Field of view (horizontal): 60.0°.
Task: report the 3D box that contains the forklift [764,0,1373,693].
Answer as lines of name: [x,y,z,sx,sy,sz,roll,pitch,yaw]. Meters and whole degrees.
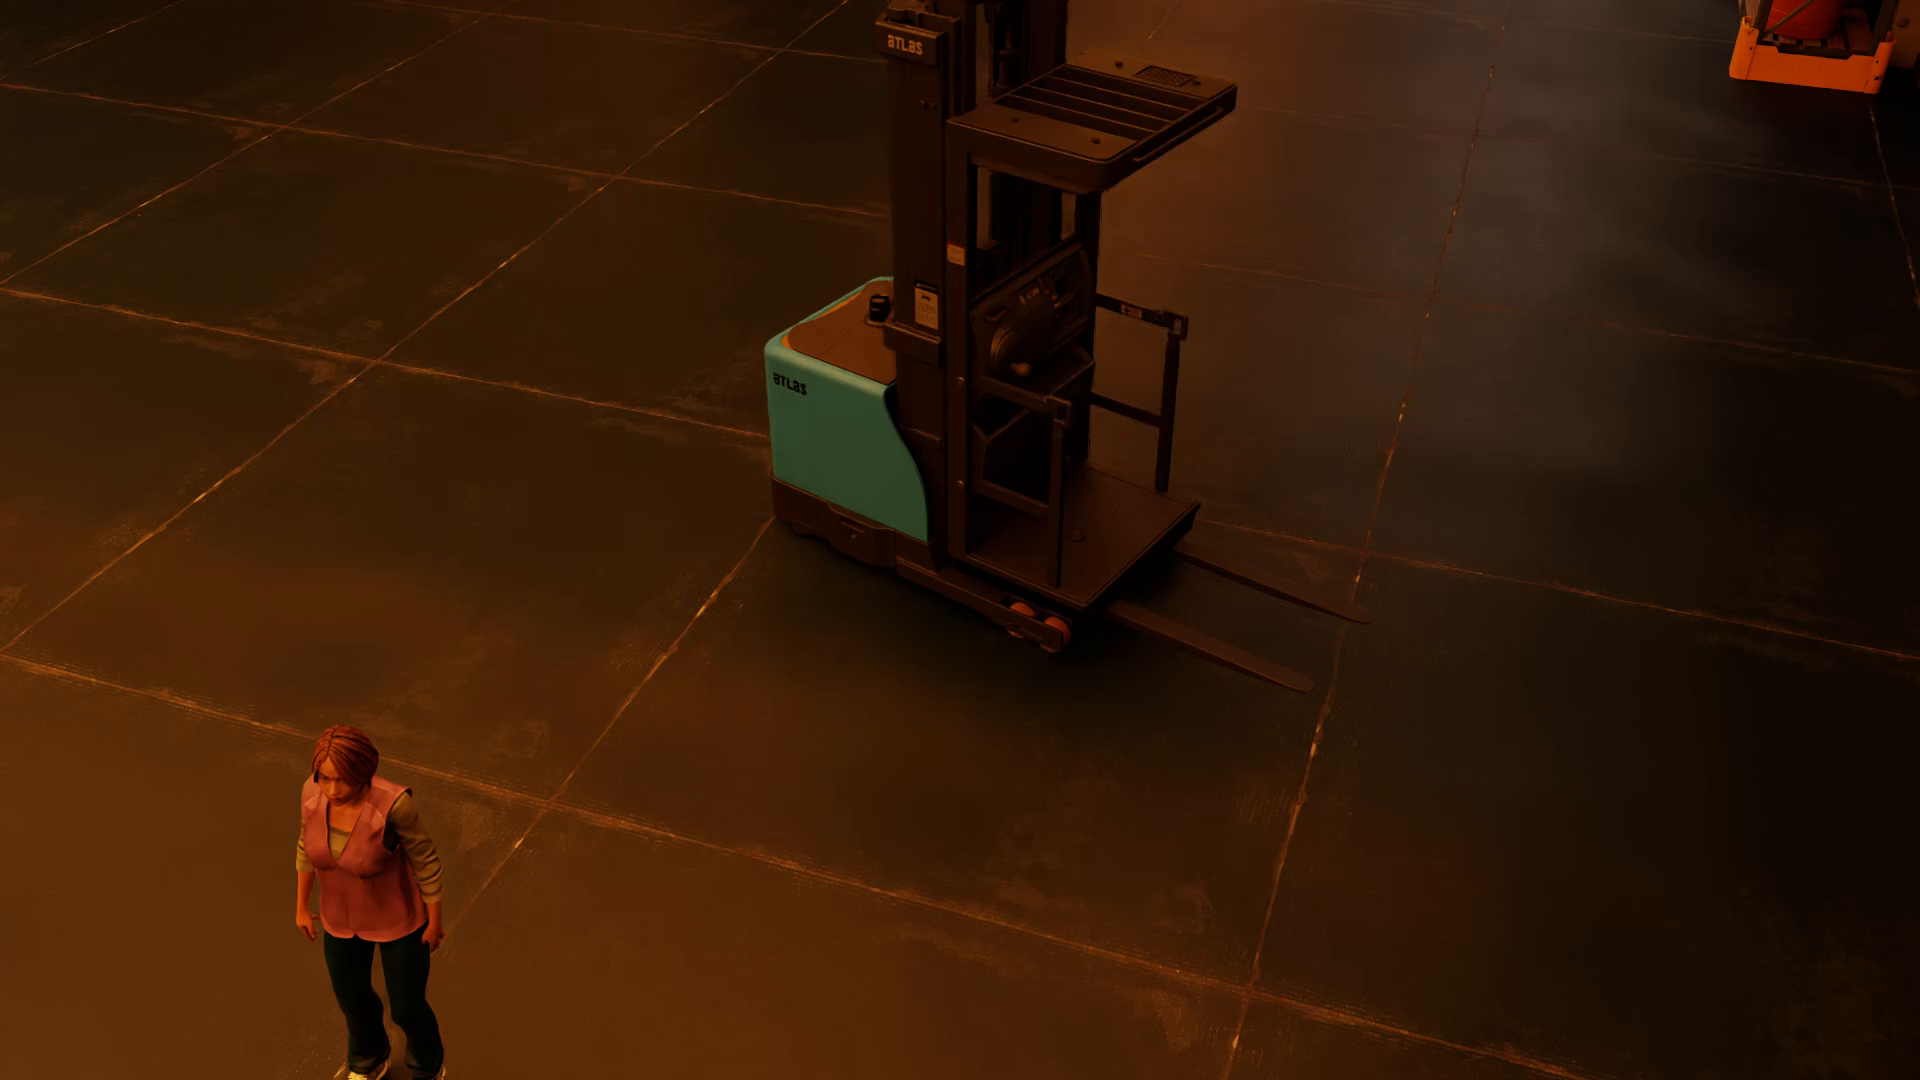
forklift: [0.508,-1.012,7.538,3.031,2.935,1.130,23,41,29]

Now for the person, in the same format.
person: [-1.940,1.280,5.458,0.497,1.604,0.405,6,36,8]
